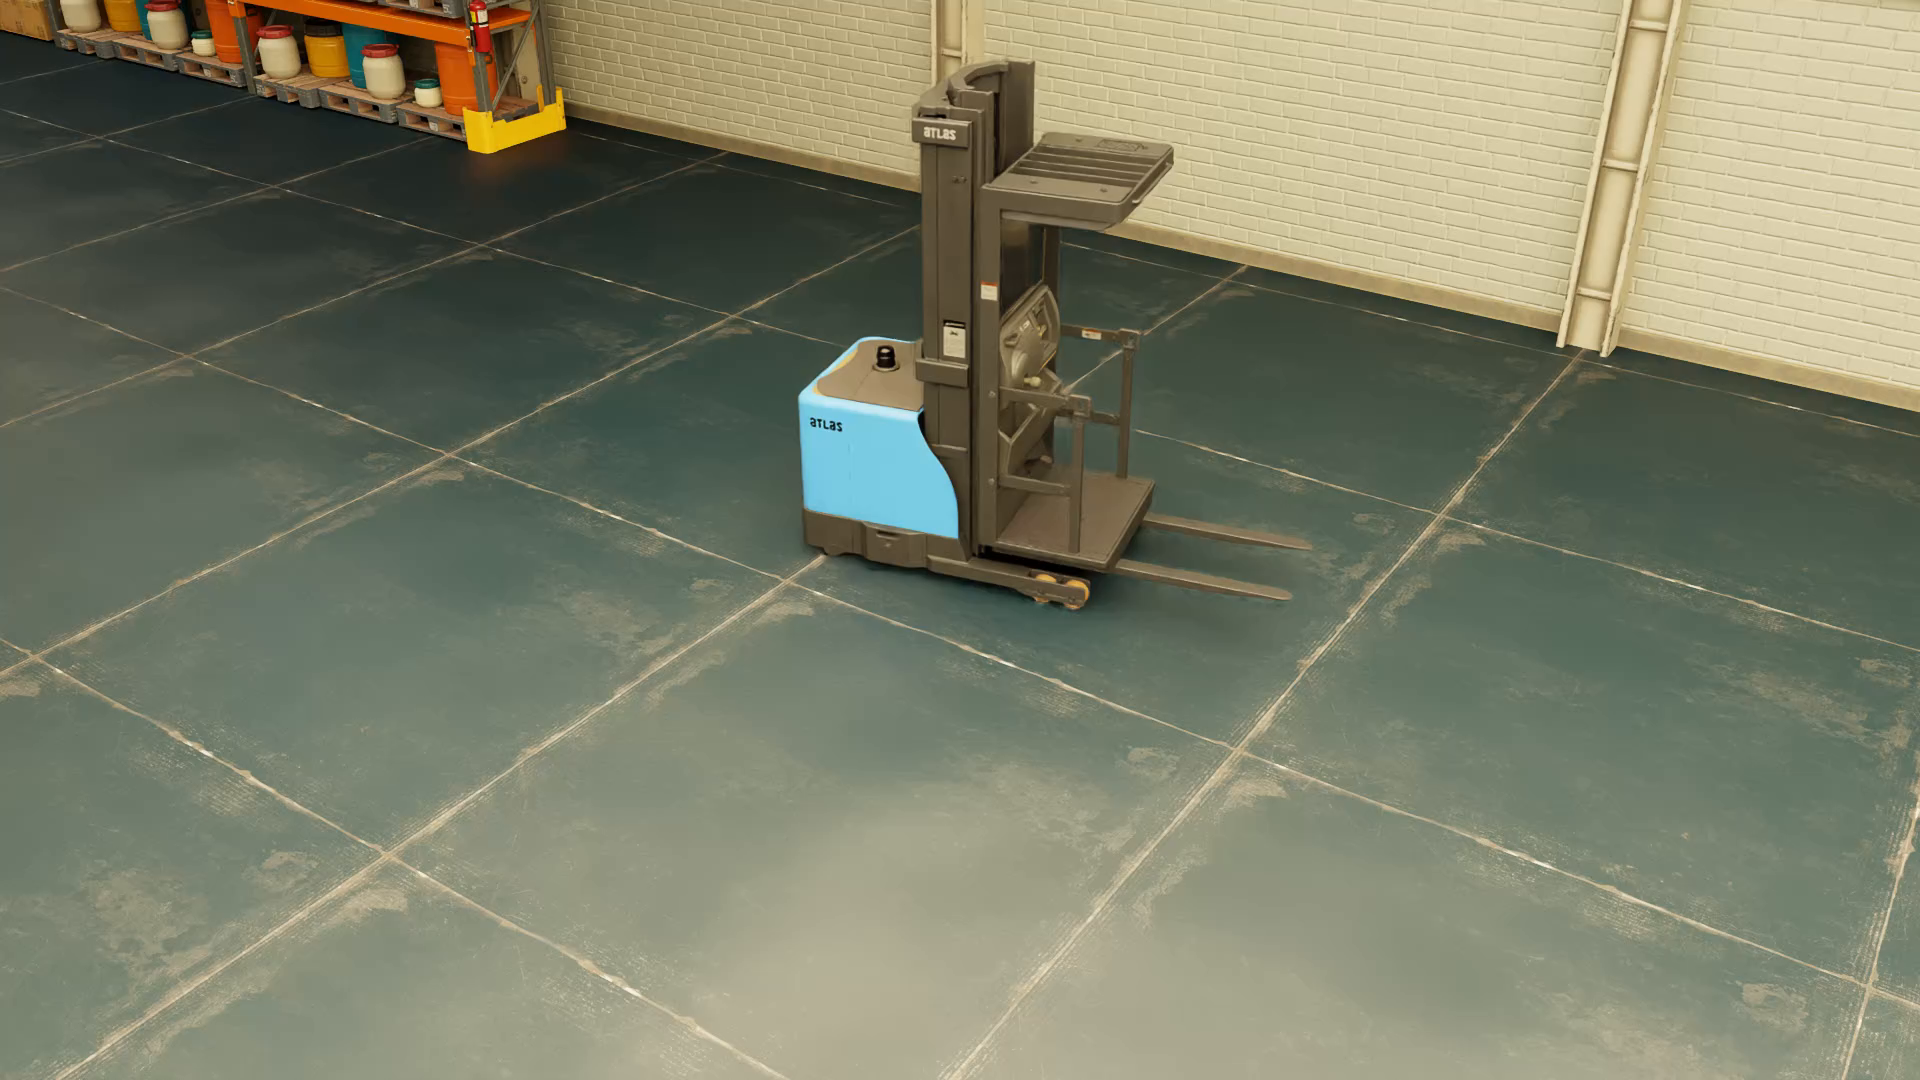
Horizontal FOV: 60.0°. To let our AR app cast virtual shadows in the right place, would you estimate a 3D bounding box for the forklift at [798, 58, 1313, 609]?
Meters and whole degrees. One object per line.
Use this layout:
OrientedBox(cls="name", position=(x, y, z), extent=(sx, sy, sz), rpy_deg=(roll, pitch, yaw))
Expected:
OrientedBox(cls="forklift", position=(0.591, -1.164, 9.586), extent=(3.031, 2.935, 1.130), rpy_deg=(11, 32, 18))
